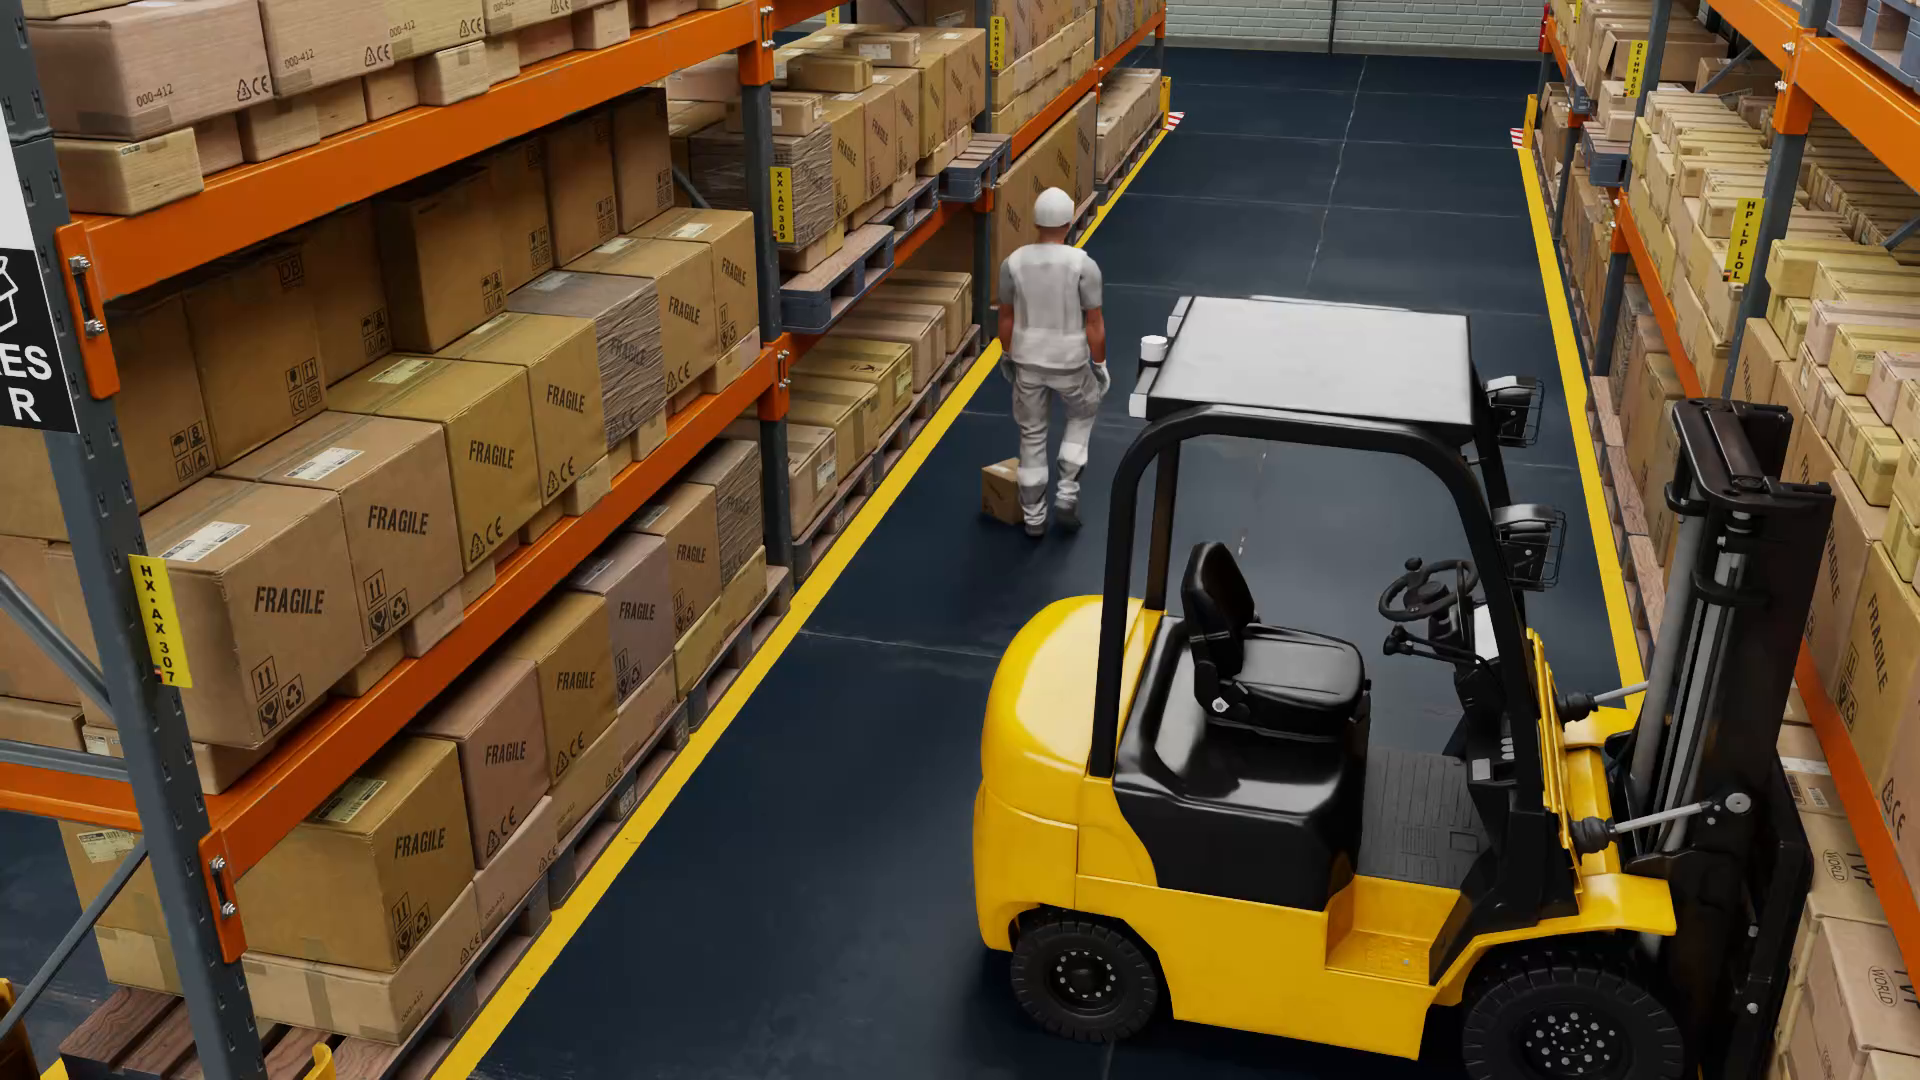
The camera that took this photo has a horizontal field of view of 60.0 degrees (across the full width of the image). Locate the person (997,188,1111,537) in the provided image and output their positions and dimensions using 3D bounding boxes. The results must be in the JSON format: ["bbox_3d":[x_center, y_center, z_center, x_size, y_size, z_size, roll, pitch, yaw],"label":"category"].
[{"bbox_3d":[0.484,-0.885,8.463,0.593,1.828,0.468,6,26,12],"label":"person"}]
